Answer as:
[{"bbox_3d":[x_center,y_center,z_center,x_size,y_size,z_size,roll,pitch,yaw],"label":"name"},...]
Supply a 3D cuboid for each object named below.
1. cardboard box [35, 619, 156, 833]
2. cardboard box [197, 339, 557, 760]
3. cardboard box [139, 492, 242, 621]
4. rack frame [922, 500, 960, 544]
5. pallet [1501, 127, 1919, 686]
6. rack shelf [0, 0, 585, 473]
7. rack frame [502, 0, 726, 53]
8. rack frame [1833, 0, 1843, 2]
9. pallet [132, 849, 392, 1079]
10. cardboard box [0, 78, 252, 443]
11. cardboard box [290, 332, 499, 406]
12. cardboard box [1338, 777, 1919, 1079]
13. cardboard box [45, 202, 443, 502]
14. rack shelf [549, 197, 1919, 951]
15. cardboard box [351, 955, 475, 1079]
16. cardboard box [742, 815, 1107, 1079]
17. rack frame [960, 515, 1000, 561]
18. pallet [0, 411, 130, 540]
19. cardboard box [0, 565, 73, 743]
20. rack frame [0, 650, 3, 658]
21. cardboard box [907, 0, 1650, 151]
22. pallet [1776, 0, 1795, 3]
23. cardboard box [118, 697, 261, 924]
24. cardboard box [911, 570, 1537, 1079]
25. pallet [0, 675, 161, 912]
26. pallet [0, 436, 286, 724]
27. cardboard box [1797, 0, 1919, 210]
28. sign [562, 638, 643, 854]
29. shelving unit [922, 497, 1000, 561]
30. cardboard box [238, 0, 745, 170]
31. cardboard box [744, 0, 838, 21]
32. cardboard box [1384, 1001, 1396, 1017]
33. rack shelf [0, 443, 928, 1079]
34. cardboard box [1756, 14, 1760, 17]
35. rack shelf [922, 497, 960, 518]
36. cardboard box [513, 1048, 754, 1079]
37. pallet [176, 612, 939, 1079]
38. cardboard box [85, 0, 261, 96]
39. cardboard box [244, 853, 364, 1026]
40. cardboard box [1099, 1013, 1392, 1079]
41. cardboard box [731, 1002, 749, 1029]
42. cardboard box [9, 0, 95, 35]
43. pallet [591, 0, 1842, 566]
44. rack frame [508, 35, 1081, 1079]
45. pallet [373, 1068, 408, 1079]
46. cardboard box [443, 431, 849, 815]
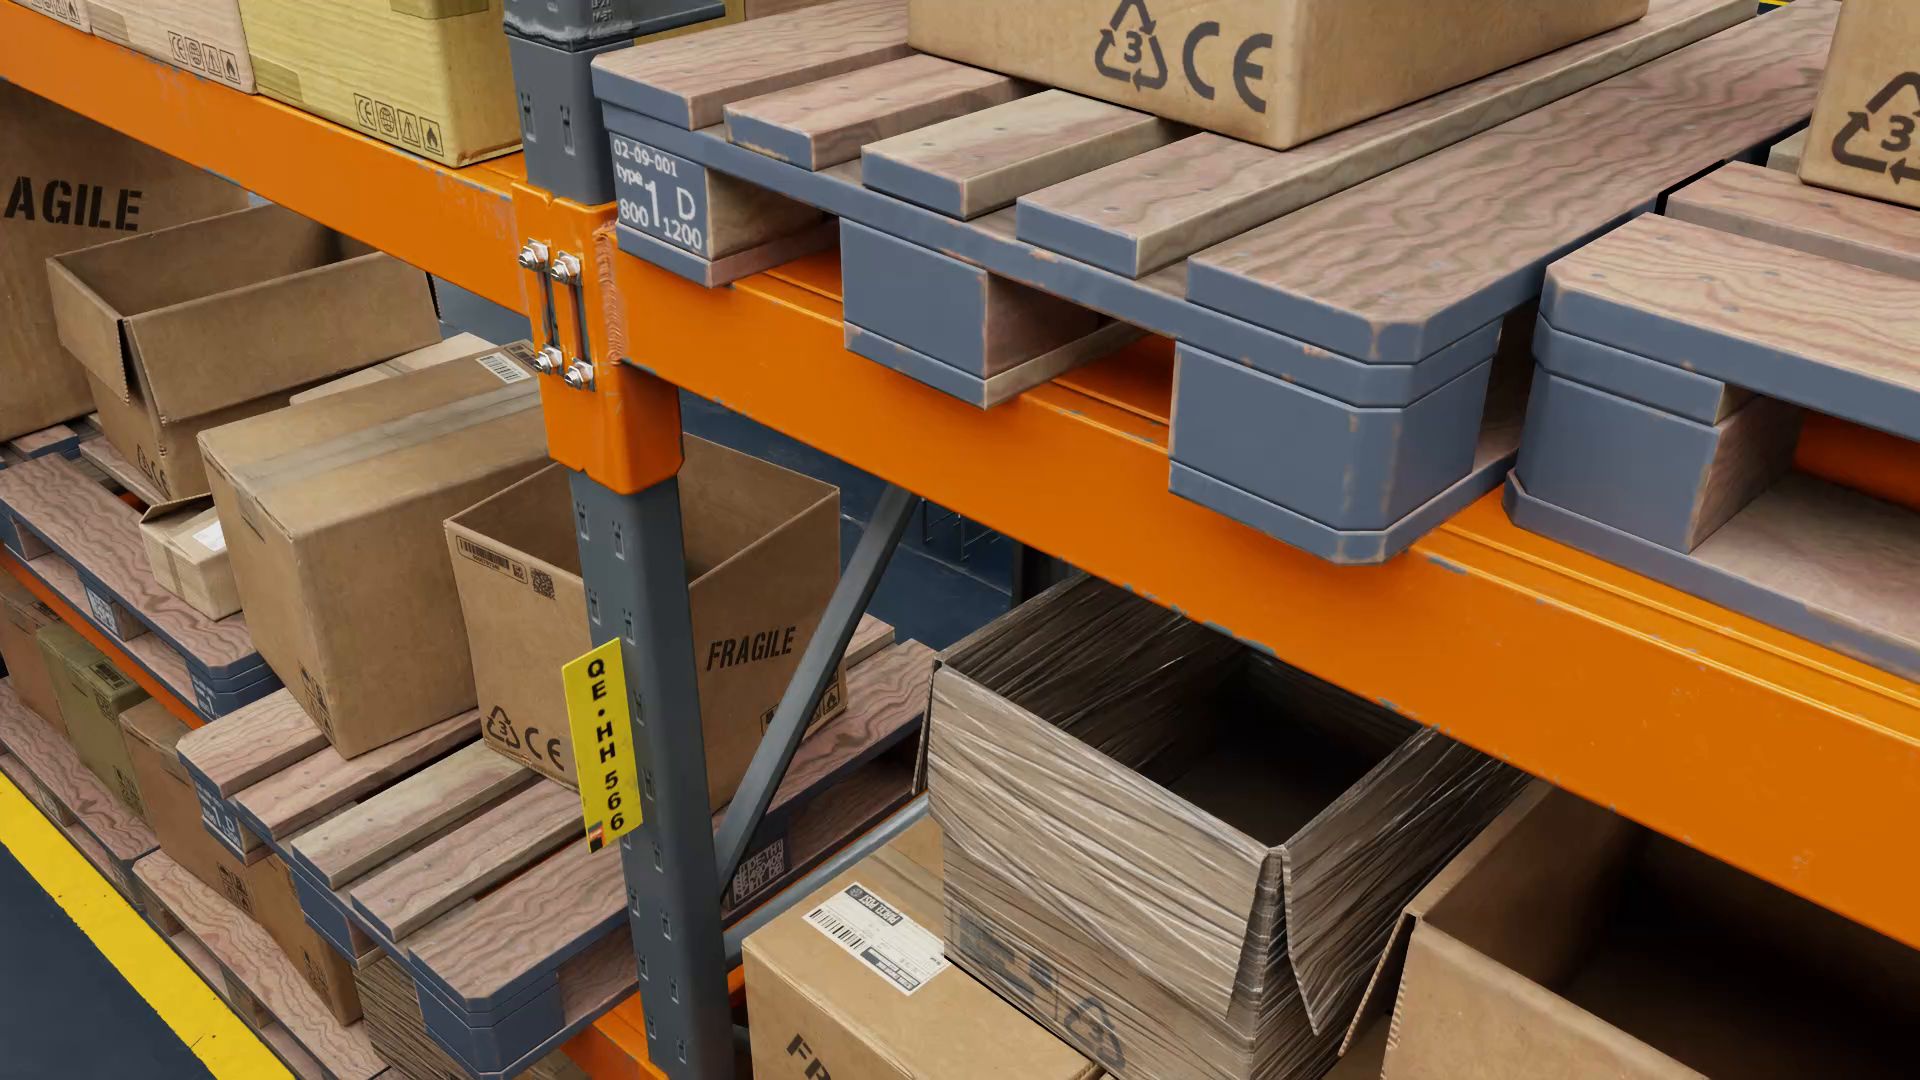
[{"bbox_3d":[-2.320,0.431,5.122,0.500,0.500,0.700,25,39,35],"label":"cardboard box"},{"bbox_3d":[-1.044,-0.009,3.353,0.700,0.500,0.500,-23,38,-33],"label":"cardboard box"},{"bbox_3d":[-1.553,-0.056,3.658,0.258,0.266,0.396,24,38,34],"label":"cardboard box"},{"bbox_3d":[-0.069,-0.418,6.572,0.006,0.900,0.240,25,39,35],"label":"rack frame"},{"bbox_3d":[1.208,-0.075,1.242,1.213,0.211,1.003,27,40,37],"label":"pallet"},{"bbox_3d":[-1.618,-1.129,3.506,4.000,0.370,1.077,25,39,35],"label":"rack shelf"},{"bbox_3d":[-0.136,-2.030,1.397,0.127,3.000,1.000,25,39,35],"label":"rack frame"},{"bbox_3d":[3.188,-1.354,6.090,0.127,3.000,1.000,25,39,35],"label":"rack frame"},{"bbox_3d":[-1.614,1.042,4.815,1.213,0.211,1.003,25,39,35],"label":"pallet"},{"bbox_3d":[-2.606,-0.952,4.435,1.000,1.000,1.000,25,39,35],"label":"cardboard box"},{"bbox_3d":[-1.224,-0.243,3.984,0.500,0.250,0.500,24,38,34],"label":"cardboard box"},{"bbox_3d":[0.877,0.554,1.853,0.637,0.503,0.797,26,40,36],"label":"cardboard box"},{"bbox_3d":[-1.754,-0.504,4.171,0.797,0.503,0.637,-25,39,-35],"label":"cardboard box"},{"bbox_3d":[1.347,0.256,1.206,4.000,0.370,1.077,25,39,35],"label":"rack shelf"},{"bbox_3d":[-1.066,1.011,4.159,0.500,0.500,0.700,21,37,31],"label":"cardboard box"},{"bbox_3d":[0.042,0.770,2.466,0.500,0.500,0.500,26,40,36],"label":"cardboard box"},{"bbox_3d":[0.081,-0.348,6.455,0.006,0.900,0.240,25,39,35],"label":"rack frame"},{"bbox_3d":[-2.632,-0.442,4.761,1.213,0.211,1.003,25,39,35],"label":"pallet"},{"bbox_3d":[-2.661,0.259,5.408,0.500,0.500,0.700,22,37,32],"label":"cardboard box"},{"bbox_3d":[-3.101,-0.844,5.244,0.127,3.000,1.000,25,39,35],"label":"rack frame"},{"bbox_3d":[0.365,-0.785,1.731,0.797,0.503,0.637,-27,40,-37],"label":"cardboard box"},{"bbox_3d":[7.448,-5.063,14.955,1.213,0.211,1.003,25,39,35],"label":"pallet"},{"bbox_3d":[-1.904,0.625,4.801,0.500,0.500,0.700,21,37,31],"label":"cardboard box"},{"bbox_3d":[0.396,0.327,2.229,0.637,0.503,0.797,27,40,37],"label":"cardboard box"},{"bbox_3d":[-2.523,0.619,5.516,1.213,0.211,1.003,25,39,35],"label":"pallet"},{"bbox_3d":[-1.631,-0.047,4.106,1.213,0.211,1.003,25,39,35],"label":"pallet"},{"bbox_3d":[1.064,-0.519,1.291,0.500,0.500,0.500,-27,40,-37],"label":"cardboard box"},{"bbox_3d":[-0.493,0.289,2.316,0.005,0.325,0.100,25,39,35],"label":"sign"},{"bbox_3d":[0.006,-0.383,6.513,0.210,0.900,0.258,25,39,35],"label":"shelving unit"},{"bbox_3d":[-0.653,-0.751,2.327,0.500,0.250,0.500,25,39,35],"label":"cardboard box"},{"bbox_3d":[-0.313,-0.941,2.641,0.500,0.250,0.500,26,40,36],"label":"cardboard box"},{"bbox_3d":[0.762,0.748,2.502,0.500,0.500,0.500,25,39,35],"label":"cardboard box"},{"bbox_3d":[-1.618,0.156,4.279,4.000,0.370,1.077,25,39,35],"label":"rack shelf"},{"bbox_3d":[5.170,-3.316,11.065,0.500,0.311,0.500,24,39,35],"label":"cardboard box"},{"bbox_3d":[0.006,-0.200,6.623,0.200,0.077,0.258,25,39,35],"label":"rack shelf"},{"bbox_3d":[-0.646,1.198,3.848,0.500,0.500,0.700,23,38,33],"label":"cardboard box"},{"bbox_3d":[-0.735,0.417,3.336,1.003,0.211,1.213,25,39,35],"label":"pallet"},{"bbox_3d":[-1.030,-0.918,2.603,0.500,0.250,0.500,25,39,35],"label":"cardboard box"},{"bbox_3d":[-1.491,0.818,4.480,0.700,0.500,0.500,-26,39,-36],"label":"cardboard box"},{"bbox_3d":[0.426,0.947,2.171,0.500,0.500,0.500,24,38,34],"label":"cardboard box"},{"bbox_3d":[-0.653,0.881,3.648,0.500,0.250,0.500,27,40,37],"label":"cardboard box"},{"bbox_3d":[-1.400,-1.093,2.894,0.500,0.250,0.500,26,40,36],"label":"cardboard box"},{"bbox_3d":[0.377,-0.461,1.883,1.003,0.211,1.213,27,40,37],"label":"pallet"},{"bbox_3d":[-0.136,0.540,2.944,0.127,3.000,1.000,25,39,35],"label":"rack frame"},{"bbox_3d":[-0.714,1.464,4.114,1.213,0.211,1.003,25,39,35],"label":"pallet"},{"bbox_3d":[-0.563,0.146,3.095,0.500,0.500,0.500,20,36,29],"label":"cardboard box"}]
